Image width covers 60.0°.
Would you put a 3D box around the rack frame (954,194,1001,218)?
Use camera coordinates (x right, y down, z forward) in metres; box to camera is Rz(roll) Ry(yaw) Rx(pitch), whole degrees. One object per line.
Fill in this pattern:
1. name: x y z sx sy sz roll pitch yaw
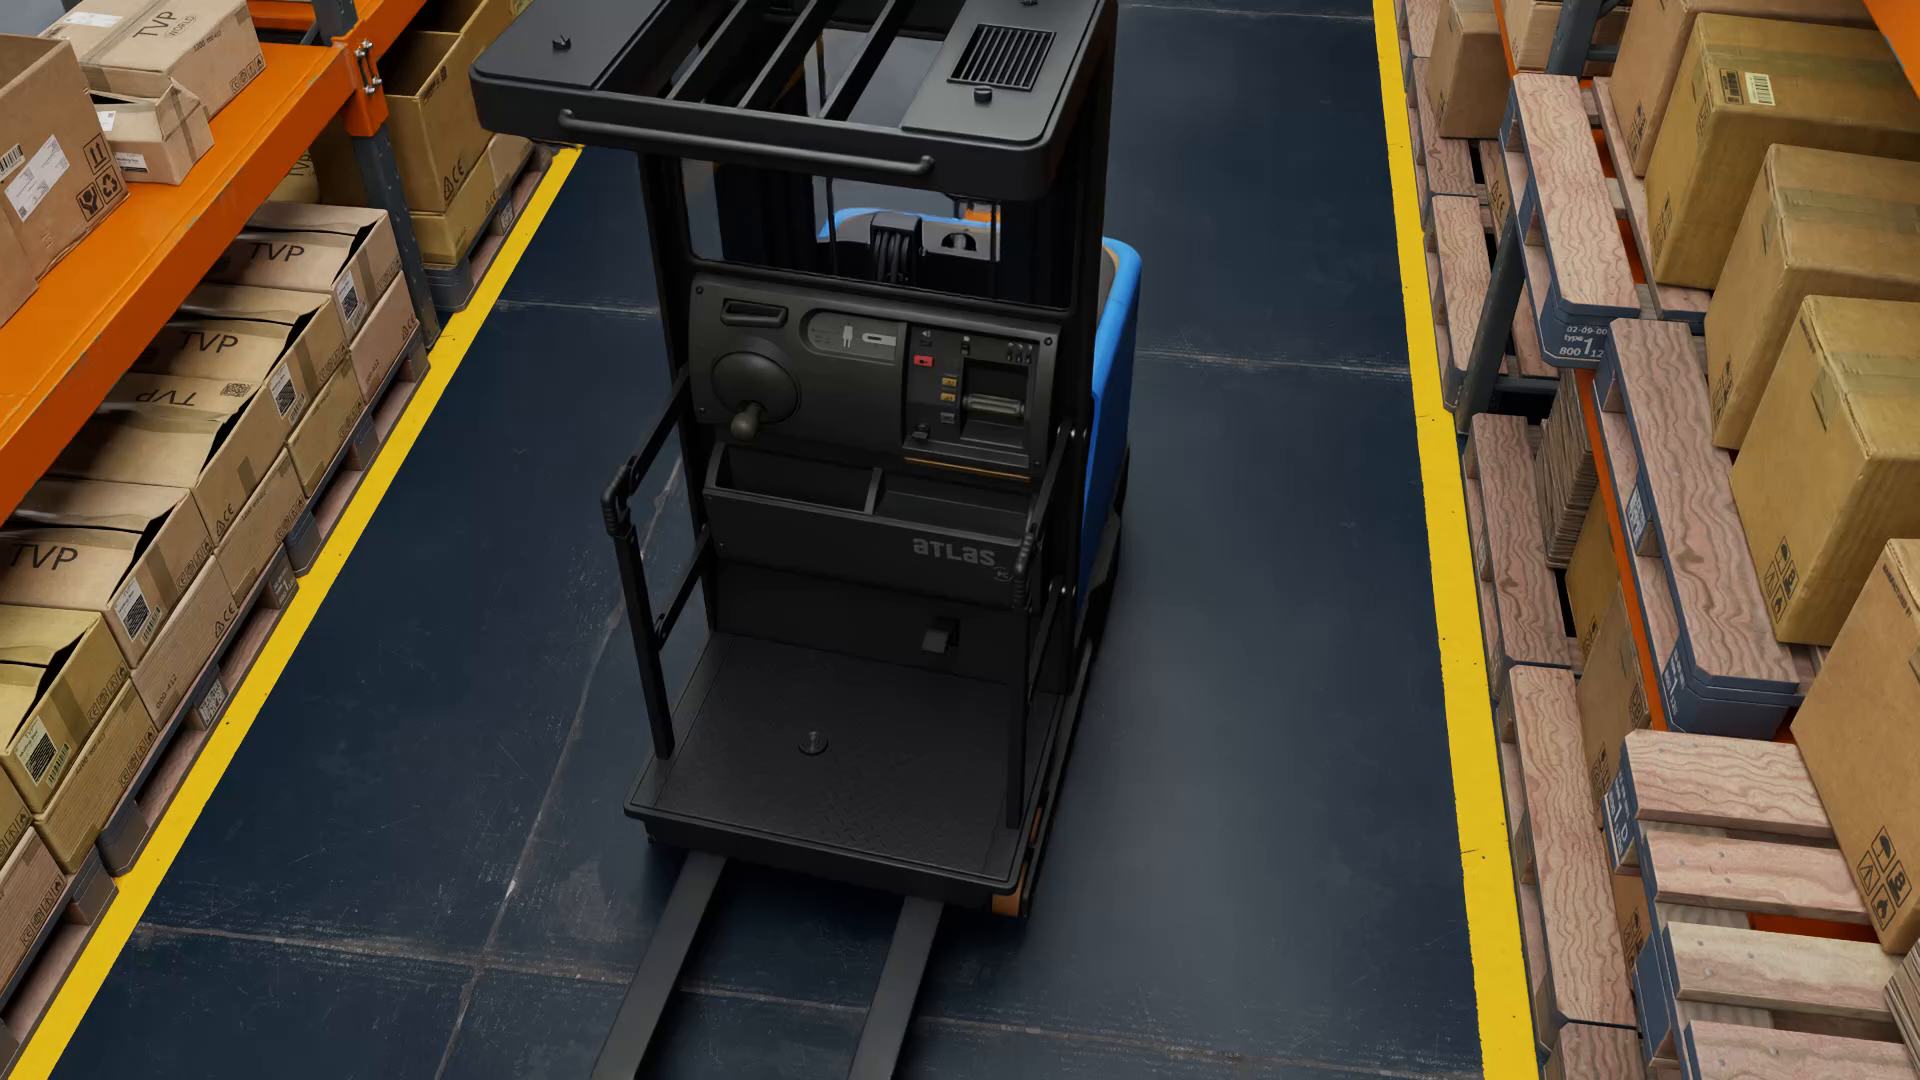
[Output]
1. rack frame: 0.098 -0.699 5.616 0.240 1.200 0.006 10 44 10

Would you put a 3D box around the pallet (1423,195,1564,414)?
1. pallet: 2.397 -0.919 6.567 1.003 0.211 1.213 5 44 6

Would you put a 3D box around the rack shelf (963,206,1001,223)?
1. rack shelf: 0.120 -0.990 5.463 0.258 0.103 0.180 10 44 10

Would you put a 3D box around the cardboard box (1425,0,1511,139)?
1. cardboard box: 2.470 -2.101 7.286 0.700 0.500 0.500 3 44 3

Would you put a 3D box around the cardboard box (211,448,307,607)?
1. cardboard box: -2.471 -0.070 5.337 0.500 0.250 0.500 6 44 6

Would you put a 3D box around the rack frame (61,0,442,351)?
1. rack frame: -2.567 -1.918 5.594 1.000 3.000 0.127 5 44 6

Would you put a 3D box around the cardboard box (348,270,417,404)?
1. cardboard box: -2.335 -0.763 6.069 0.500 0.250 0.500 5 44 5

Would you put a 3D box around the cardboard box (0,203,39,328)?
1. cardboard box: -2.821 -0.732 4.269 0.500 0.500 0.500 5 44 6

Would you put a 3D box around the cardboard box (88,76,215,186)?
1. cardboard box: -2.502 -1.254 4.990 0.396 0.266 0.258 4 44 4

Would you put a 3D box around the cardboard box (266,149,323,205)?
1. cardboard box: -2.723 -1.408 6.750 0.500 0.250 0.500 5 44 6

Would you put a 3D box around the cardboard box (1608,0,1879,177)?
1. cardboard box: 2.242 -1.323 4.573 0.700 0.500 0.500 5 44 6

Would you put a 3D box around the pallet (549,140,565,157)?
1. pallet: -2.262 -2.278 8.002 1.003 0.211 1.213 5 44 6

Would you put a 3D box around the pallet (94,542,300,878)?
1. pallet: -2.785 0.434 5.138 1.003 0.211 1.213 5 44 6

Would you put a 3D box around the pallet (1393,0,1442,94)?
1. pallet: 2.720 -2.582 8.323 1.003 0.211 1.213 5 44 6

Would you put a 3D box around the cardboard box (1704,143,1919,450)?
1. cardboard box: 2.105 -0.491 3.694 0.700 0.500 0.500 11 45 11

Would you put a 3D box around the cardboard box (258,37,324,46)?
1. cardboard box: -2.645 -2.020 6.851 0.500 0.500 0.500 5 44 6

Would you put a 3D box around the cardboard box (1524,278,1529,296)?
1. cardboard box: 2.384 -0.969 6.332 0.380 0.166 0.250 0 43 0

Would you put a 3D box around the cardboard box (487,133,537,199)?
1. cardboard box: -2.134 -1.701 7.059 0.500 0.250 0.500 5 44 6

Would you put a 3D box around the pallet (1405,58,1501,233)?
1. pallet: 2.556 -1.753 7.448 1.003 0.211 1.213 5 44 6

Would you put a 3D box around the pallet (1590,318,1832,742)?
1. pallet: 2.036 -0.028 3.737 1.003 0.211 1.213 5 44 6

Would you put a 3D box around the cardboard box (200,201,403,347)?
1. cardboard box: -2.337 -0.974 5.883 0.500 0.311 0.500 5 44 6

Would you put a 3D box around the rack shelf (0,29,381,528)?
1. rack shelf: -2.832 -0.294 4.402 1.077 0.370 4.000 5 44 6

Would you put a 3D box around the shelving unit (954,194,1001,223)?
1. shelving unit: 0.120 -0.760 5.680 0.258 1.200 0.189 10 44 10

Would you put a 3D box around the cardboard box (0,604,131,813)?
1. cardboard box: -2.605 0.414 4.418 0.500 0.311 0.500 4 44 4

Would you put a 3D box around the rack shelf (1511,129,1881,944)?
1. rack shelf: 2.079 0.154 3.929 1.077 0.370 4.000 5 44 6

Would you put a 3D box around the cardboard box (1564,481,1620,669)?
1. cardboard box: 2.244 0.137 4.921 0.700 0.500 0.500 4 44 5

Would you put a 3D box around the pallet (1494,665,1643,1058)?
1. pallet: 2.083 0.907 4.639 1.003 0.211 1.213 5 44 6

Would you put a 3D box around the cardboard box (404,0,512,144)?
1. cardboard box: -2.137 -1.974 6.802 0.500 0.500 0.500 5 44 6

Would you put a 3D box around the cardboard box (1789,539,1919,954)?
1. cardboard box: 1.914 0.355 2.801 0.700 0.500 0.500 1 43 2

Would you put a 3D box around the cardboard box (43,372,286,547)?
1. cardboard box: -2.468 -0.279 5.149 0.500 0.311 0.500 5 44 5

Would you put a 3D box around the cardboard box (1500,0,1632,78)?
1. cardboard box: 2.105 -1.774 5.536 0.500 0.250 0.500 5 44 6

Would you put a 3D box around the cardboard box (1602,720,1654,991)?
1. cardboard box: 2.079 0.826 4.194 0.700 0.500 0.500 5 44 5

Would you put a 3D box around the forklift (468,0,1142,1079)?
1. forklift: -0.272 -0.312 3.948 1.130 2.935 3.031 10 44 10

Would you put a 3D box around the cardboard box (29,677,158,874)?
1. cardboard box: -2.608 0.626 4.602 0.500 0.250 0.500 4 44 4
